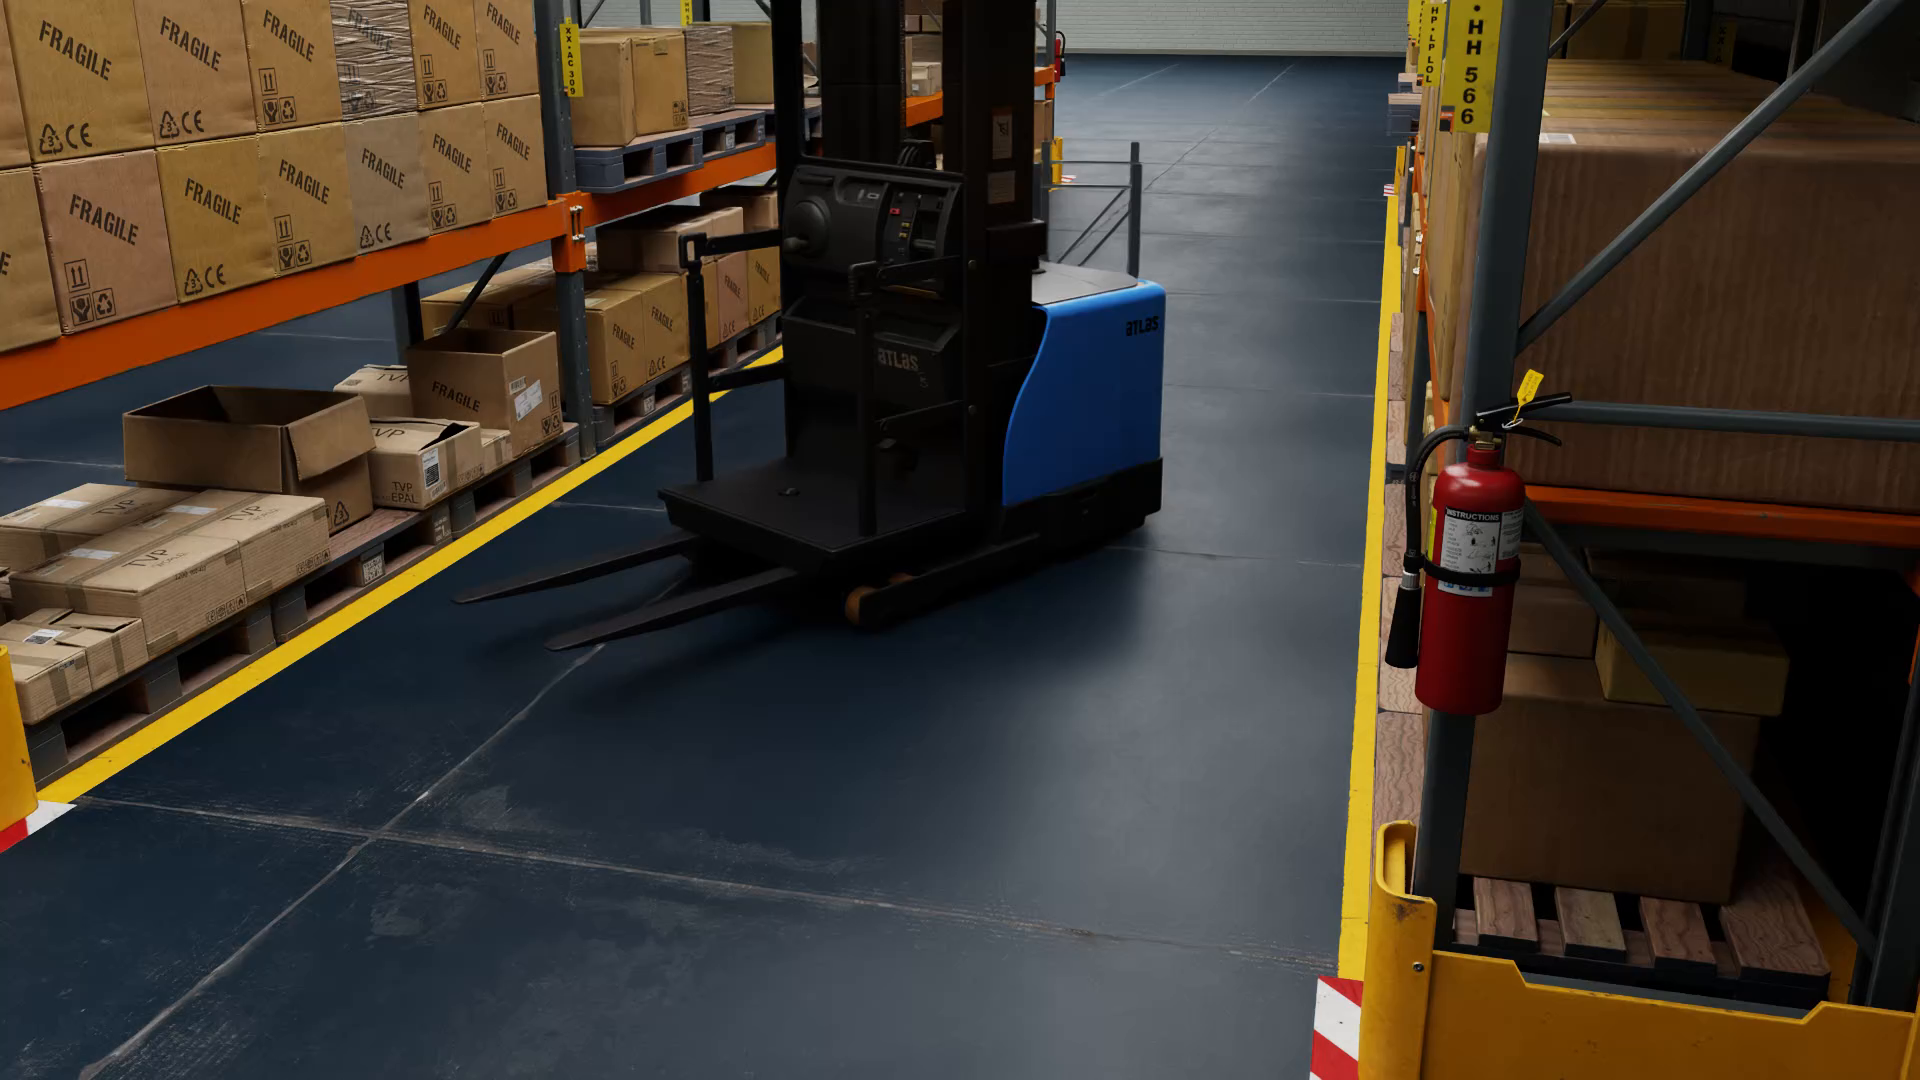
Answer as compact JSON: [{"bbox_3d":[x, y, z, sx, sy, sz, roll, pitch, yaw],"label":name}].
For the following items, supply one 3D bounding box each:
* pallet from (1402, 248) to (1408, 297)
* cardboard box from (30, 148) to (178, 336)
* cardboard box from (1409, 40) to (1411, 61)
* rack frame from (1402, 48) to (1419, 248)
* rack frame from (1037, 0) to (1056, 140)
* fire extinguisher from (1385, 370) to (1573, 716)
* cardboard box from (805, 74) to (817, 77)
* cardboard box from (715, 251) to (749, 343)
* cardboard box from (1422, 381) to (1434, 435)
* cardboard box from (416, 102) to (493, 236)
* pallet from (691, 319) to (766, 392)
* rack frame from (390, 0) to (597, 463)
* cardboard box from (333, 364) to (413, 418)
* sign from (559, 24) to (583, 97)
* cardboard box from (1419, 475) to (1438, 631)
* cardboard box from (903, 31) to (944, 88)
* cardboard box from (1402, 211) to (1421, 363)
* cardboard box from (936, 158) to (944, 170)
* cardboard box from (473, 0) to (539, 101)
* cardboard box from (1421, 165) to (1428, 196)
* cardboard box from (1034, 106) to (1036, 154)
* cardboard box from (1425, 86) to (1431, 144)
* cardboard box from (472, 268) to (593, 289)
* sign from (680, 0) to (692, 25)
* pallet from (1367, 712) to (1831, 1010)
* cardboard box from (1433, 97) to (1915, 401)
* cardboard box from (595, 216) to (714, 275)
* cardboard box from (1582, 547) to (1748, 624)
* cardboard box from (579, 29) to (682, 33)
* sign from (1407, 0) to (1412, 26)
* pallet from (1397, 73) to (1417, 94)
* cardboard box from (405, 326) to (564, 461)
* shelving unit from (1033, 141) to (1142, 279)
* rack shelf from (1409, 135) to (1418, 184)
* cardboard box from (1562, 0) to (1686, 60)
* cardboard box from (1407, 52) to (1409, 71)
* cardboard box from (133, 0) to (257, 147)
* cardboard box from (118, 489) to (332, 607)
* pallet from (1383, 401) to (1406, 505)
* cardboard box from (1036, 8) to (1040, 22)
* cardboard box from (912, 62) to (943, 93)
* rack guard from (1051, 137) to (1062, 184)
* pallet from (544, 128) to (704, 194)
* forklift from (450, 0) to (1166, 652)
[{"bbox_3d":[3.932,-2.036,12.820,1.003,0.211,1.213,5,19,13],"label":"pallet"},{"bbox_3d":[-2.835,-0.939,5.142,0.500,0.500,0.500,4,19,13],"label":"cardboard box"},{"bbox_3d":[4.349,-4.606,15.072,0.500,0.500,0.500,5,19,13],"label":"cardboard box"},{"bbox_3d":[4.417,-3.983,14.208,1.000,3.000,0.127,5,19,13],"label":"rack frame"},{"bbox_3d":[0.590,-5.627,19.020,1.000,3.000,0.127,5,19,13],"label":"rack frame"},{"bbox_3d":[1.001,0.002,3.237,0.296,0.674,0.183,5,19,13],"label":"fire extinguisher"},{"bbox_3d":[-0.959,-3.342,12.469,0.500,0.311,0.500,4,19,13],"label":"cardboard box"},{"bbox_3d":[-1.615,-1.506,10.142,0.500,0.500,0.500,4,19,11],"label":"cardboard box"},{"bbox_3d":[1.919,-0.479,6.163,0.380,0.149,0.250,5,20,15],"label":"cardboard box"},{"bbox_3d":[-2.340,-1.574,7.001,0.500,0.500,0.500,5,20,15],"label":"cardboard box"},{"bbox_3d":[-1.884,-1.187,10.337,1.003,0.211,1.213,5,19,13],"label":"pallet"},{"bbox_3d":[-2.342,-1.865,8.008,1.000,3.000,0.127,5,19,13],"label":"rack frame"},{"bbox_3d":[-2.655,-0.687,8.037,0.500,0.311,0.500,5,19,13],"label":"cardboard box"},{"bbox_3d":[-1.814,-2.235,7.750,0.100,0.325,0.005,5,19,13],"label":"sign"},{"bbox_3d":[1.927,0.053,5.609,0.700,0.500,0.500,5,20,15],"label":"cardboard box"},{"bbox_3d":[-0.285,-4.560,15.742,0.700,0.500,0.500,4,19,12],"label":"cardboard box"},{"bbox_3d":[2.912,-1.416,9.370,0.750,0.750,0.750,5,19,13],"label":"cardboard box"},{"bbox_3d":[-0.330,-3.223,14.719,0.500,0.311,0.500,5,20,15],"label":"cardboard box"},{"bbox_3d":[-2.215,-2.207,7.307,0.500,0.500,0.500,5,19,14],"label":"cardboard box"},{"bbox_3d":[2.424,-1.740,8.000,0.380,0.149,0.250,5,19,13],"label":"cardboard box"},{"bbox_3d":[0.517,-4.373,17.793,0.500,0.500,0.500,5,19,13],"label":"cardboard box"},{"bbox_3d":[2.577,-2.155,8.210,0.500,0.500,0.500,5,19,13],"label":"cardboard box"},{"bbox_3d":[-2.371,-1.222,9.312,0.500,0.500,0.500,5,19,14],"label":"cardboard box"},{"bbox_3d":[-1.904,-3.710,11.617,0.100,0.325,0.005,5,19,13],"label":"sign"},{"bbox_3d":[1.604,0.841,4.398,1.003,0.211,1.213,5,19,13],"label":"pallet"},{"bbox_3d":[1.767,-0.753,4.288,0.980,0.700,0.700,5,19,13],"label":"cardboard box"},{"bbox_3d":[-1.743,-1.691,9.525,0.500,0.250,0.500,5,19,13],"label":"cardboard box"},{"bbox_3d":[1.845,0.124,4.397,0.380,0.149,0.250,5,19,14],"label":"cardboard box"},{"bbox_3d":[-1.970,-2.670,9.560,0.700,0.500,0.500,0,19,-1],"label":"cardboard box"},{"bbox_3d":[4.868,-5.689,17.863,0.100,0.325,0.005,5,19,13],"label":"sign"},{"bbox_3d":[4.089,-3.664,13.571,1.003,0.211,1.213,5,19,13],"label":"pallet"},{"bbox_3d":[-2.206,-0.690,7.753,0.500,0.500,0.500,5,19,13],"label":"cardboard box"},{"bbox_3d":[0.622,-1.165,8.277,0.587,1.500,1.083,2,19,5],"label":"shelving unit"},{"bbox_3d":[3.928,-3.016,12.489,1.077,0.370,4.000,5,19,13],"label":"rack shelf"},{"bbox_3d":[2.827,-2.151,7.040,0.500,0.250,0.500,5,20,15],"label":"cardboard box"},{"bbox_3d":[4.724,-4.724,16.579,0.500,0.250,0.500,4,19,13],"label":"cardboard box"},{"bbox_3d":[-2.708,-1.571,5.446,0.500,0.500,0.500,5,19,14],"label":"cardboard box"},{"bbox_3d":[-2.667,0.020,6.062,0.500,0.250,0.500,5,19,13],"label":"cardboard box"},{"bbox_3d":[2.578,-0.404,8.043,1.003,0.211,1.213,5,19,13],"label":"pallet"},{"bbox_3d":[0.681,-5.846,18.504,0.380,0.149,0.250,4,19,12],"label":"cardboard box"},{"bbox_3d":[-0.466,-4.144,14.912,0.500,0.250,0.500,6,20,17],"label":"cardboard box"},{"bbox_3d":[0.595,-4.451,19.446,1.175,0.500,0.348,5,19,13],"label":"rack guard"},{"bbox_3d":[-2.041,-2.016,8.747,1.003,0.211,1.213,5,19,13],"label":"pallet"},{"bbox_3d":[-0.503,-1.238,6.277,1.130,2.935,3.031,18,26,42],"label":"forklift"}]
